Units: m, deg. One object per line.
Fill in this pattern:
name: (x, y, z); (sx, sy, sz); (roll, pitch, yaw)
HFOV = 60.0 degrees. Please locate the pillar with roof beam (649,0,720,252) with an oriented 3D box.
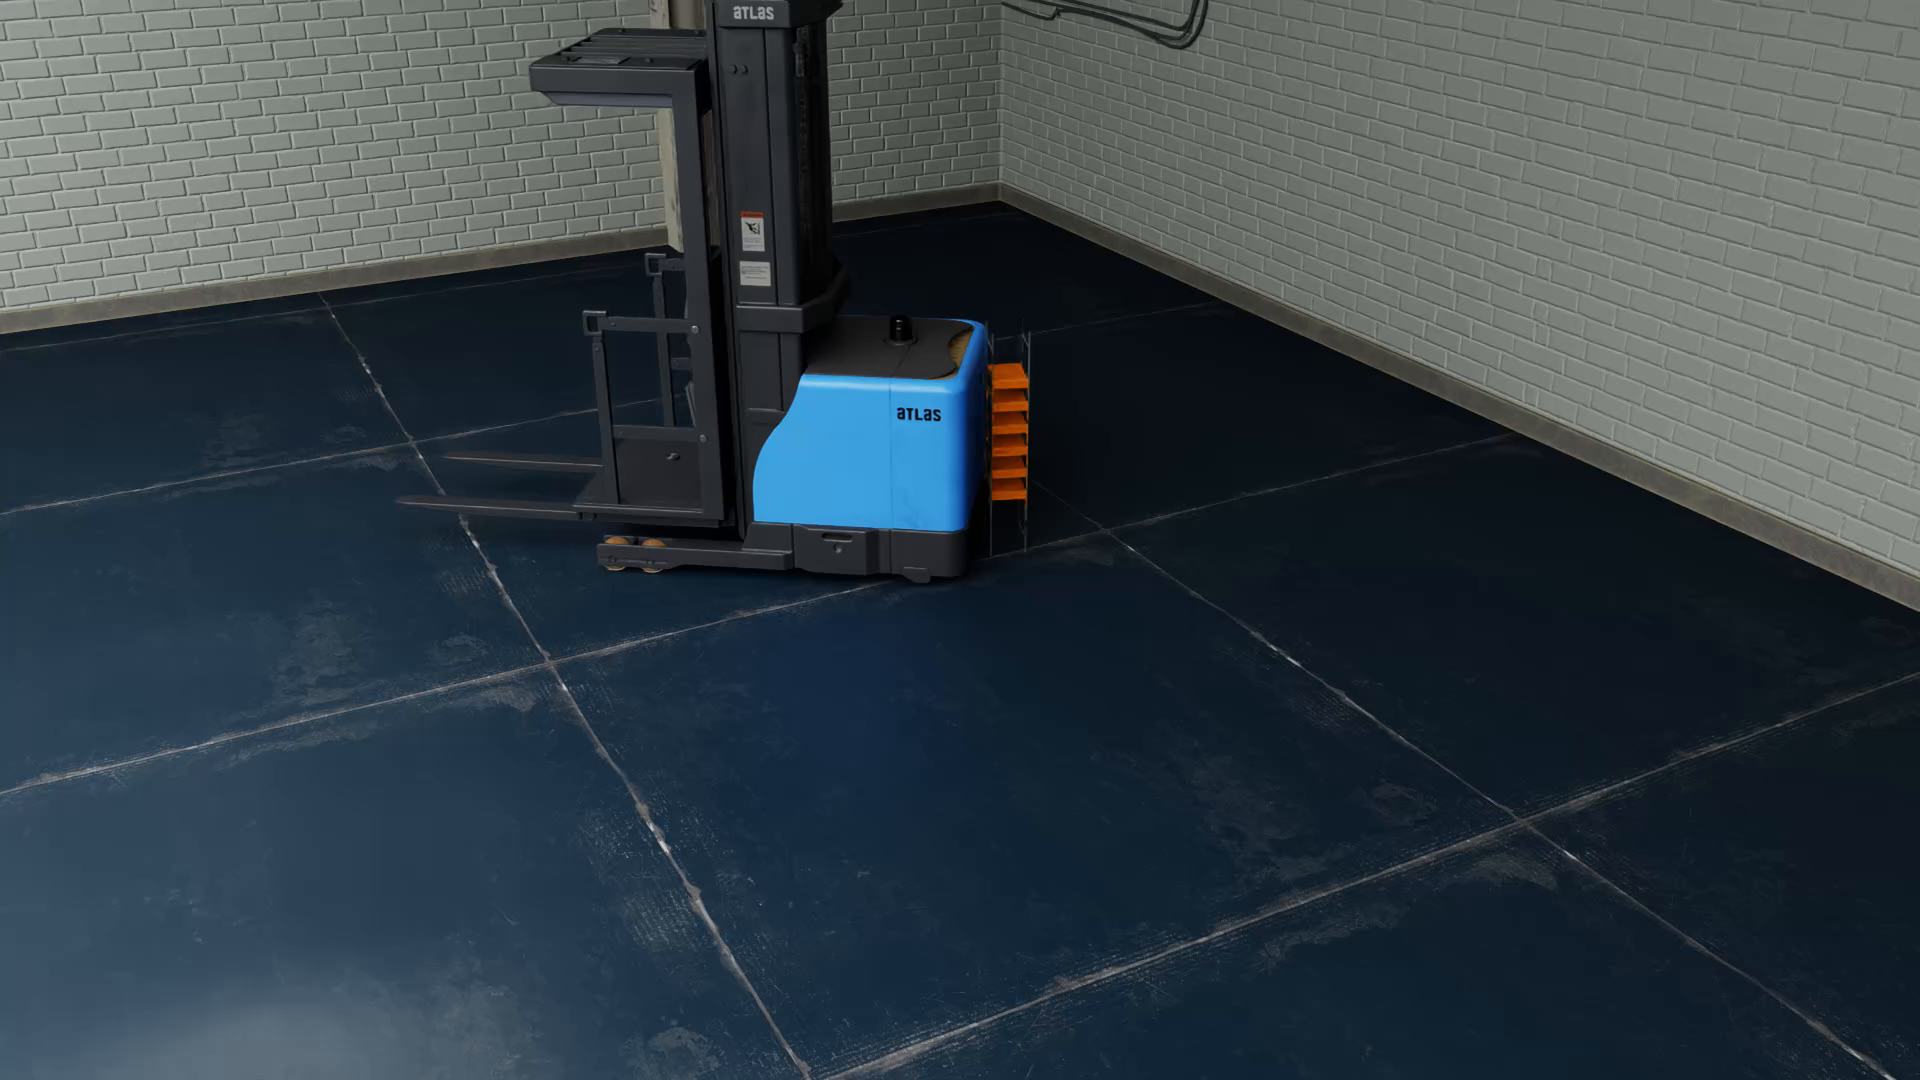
pillar with roof beam: (-0.175, -4.876, 8.509); (0.400, 9.000, 9.100); (-13, 29, -25)

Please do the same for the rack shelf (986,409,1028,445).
rack shelf: (0.235, -0.581, 8.398); (0.180, 0.103, 0.258); (-3, 26, -6)

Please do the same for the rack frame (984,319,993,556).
rack frame: (0.144, -0.508, 8.421); (0.006, 1.200, 0.240); (-3, 26, -6)

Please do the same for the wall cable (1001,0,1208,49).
wall cable: (1.021, -5.215, 12.803); (0.112, 2.526, 3.097); (-13, 29, -25)

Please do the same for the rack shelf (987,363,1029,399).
rack shelf: (0.235, -0.797, 8.295); (0.180, 0.103, 0.258); (-3, 26, -6)

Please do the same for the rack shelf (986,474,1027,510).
rack shelf: (0.235, -0.256, 8.554); (0.180, 0.103, 0.258); (-3, 26, -6)

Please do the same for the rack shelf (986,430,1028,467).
rack shelf: (0.235, -0.472, 8.450); (0.180, 0.103, 0.258); (-3, 26, -6)

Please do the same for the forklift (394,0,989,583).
forklift: (-1.400, -1.377, 8.232); (3.031, 2.935, 1.130); (3, 26, 7)

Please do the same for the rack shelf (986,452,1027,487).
rack shelf: (0.235, -0.364, 8.502); (0.180, 0.103, 0.258); (-3, 26, -6)

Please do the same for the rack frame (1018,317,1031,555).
rack frame: (0.326, -0.517, 8.441); (0.006, 1.200, 0.240); (-3, 26, -6)

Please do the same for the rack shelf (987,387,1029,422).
rack shelf: (0.235, -0.689, 8.346); (0.180, 0.103, 0.258); (-3, 26, -6)

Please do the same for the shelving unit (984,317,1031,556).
shelving unit: (0.235, -0.513, 8.431); (0.189, 1.200, 0.258); (-3, 26, -6)
